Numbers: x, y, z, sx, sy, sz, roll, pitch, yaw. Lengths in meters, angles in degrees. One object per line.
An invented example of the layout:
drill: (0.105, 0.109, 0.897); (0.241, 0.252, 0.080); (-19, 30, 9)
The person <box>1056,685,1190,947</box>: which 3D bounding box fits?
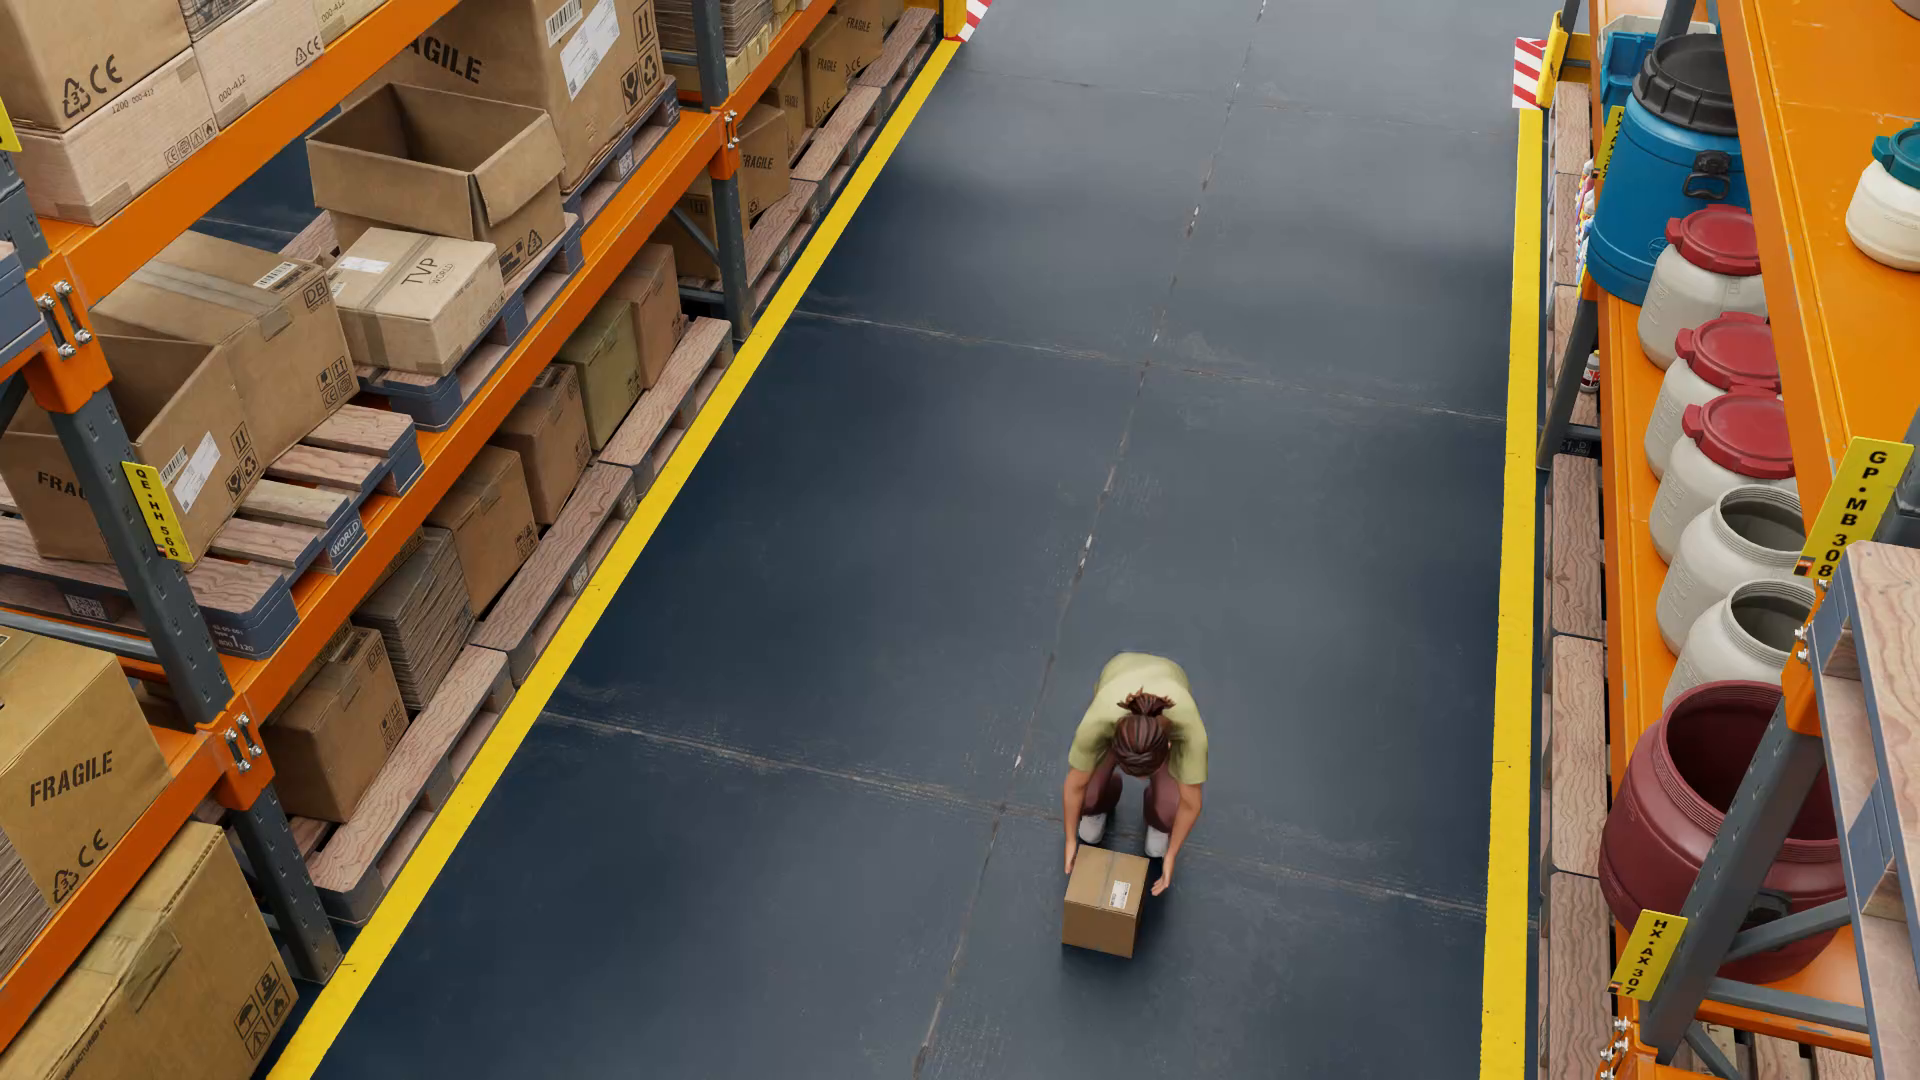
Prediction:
person: (0.595, 0.911, 5.882); (0.472, 0.813, 0.837); (10, 42, 11)
